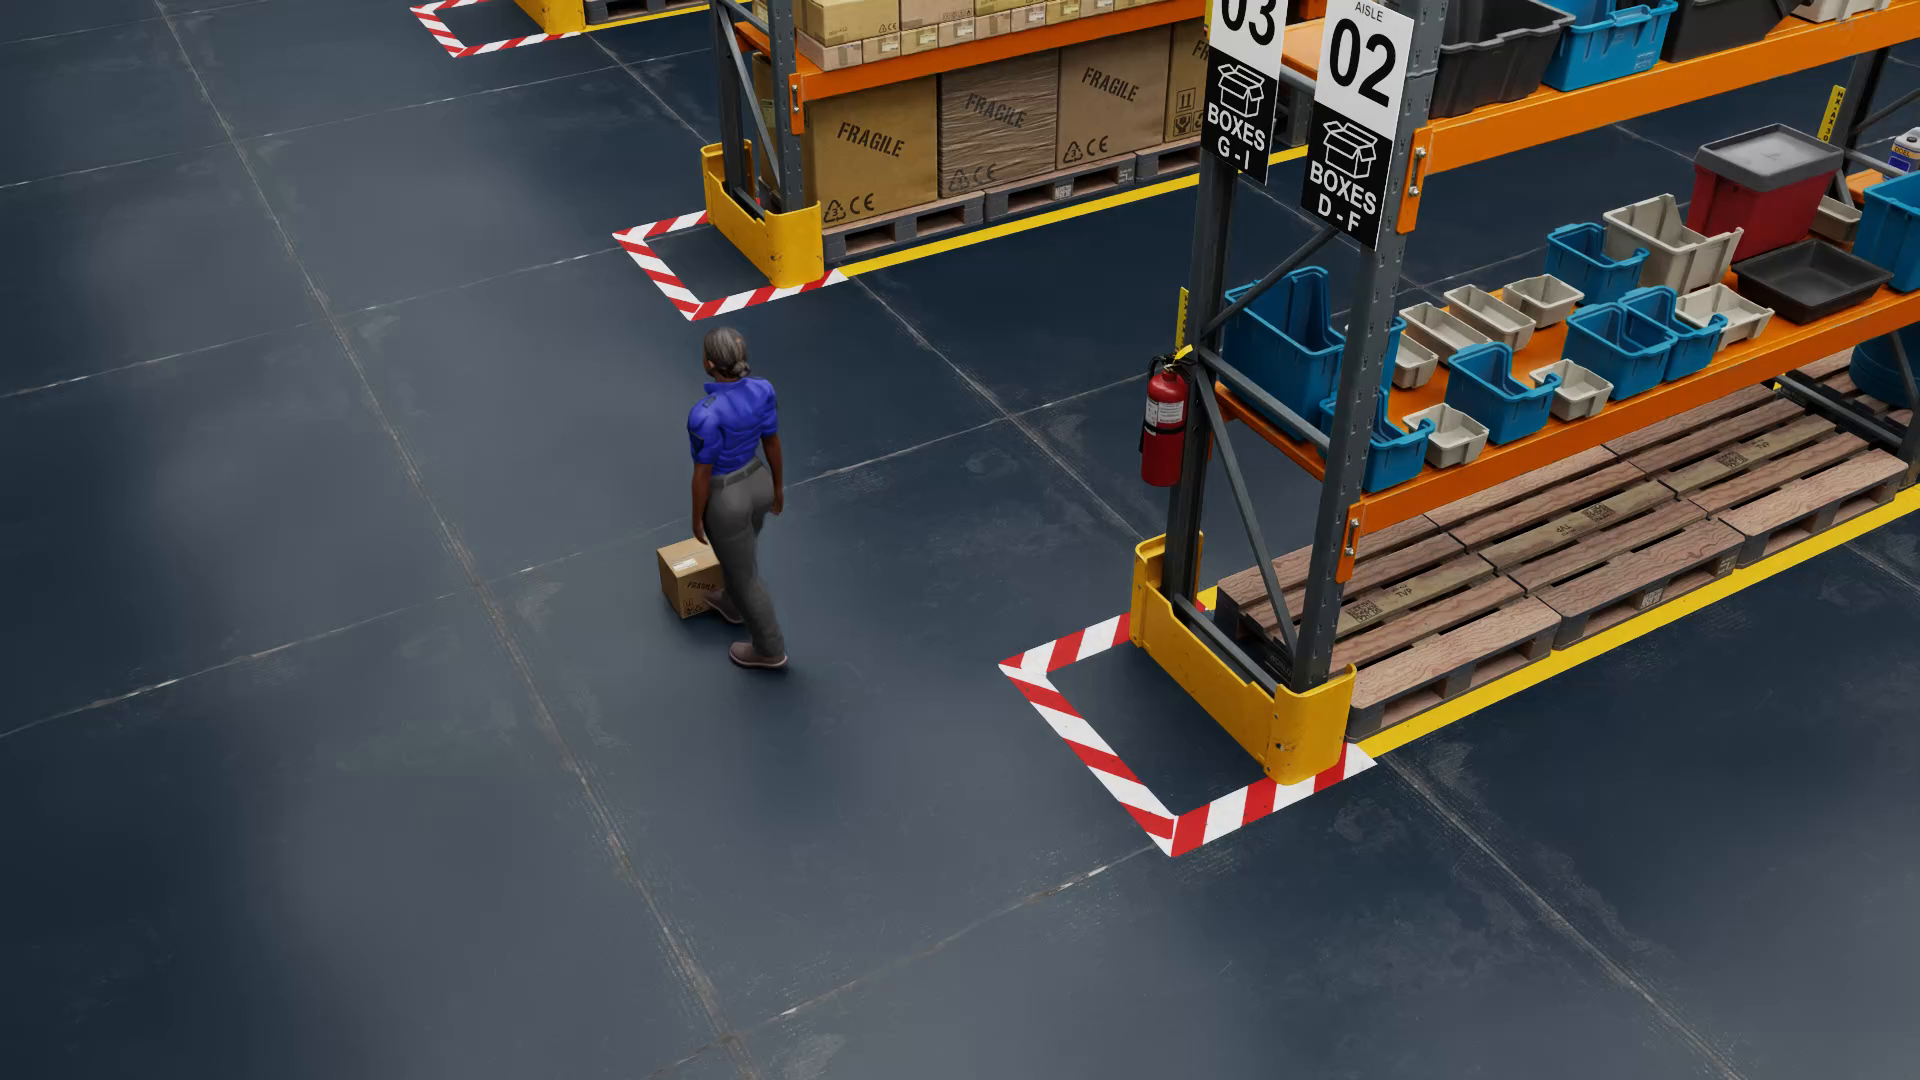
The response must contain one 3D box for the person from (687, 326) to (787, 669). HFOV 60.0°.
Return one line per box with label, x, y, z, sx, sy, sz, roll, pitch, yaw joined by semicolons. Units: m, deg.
person;-1.029;-0.206;7.192;0.665;1.651;0.451;24;43;28
